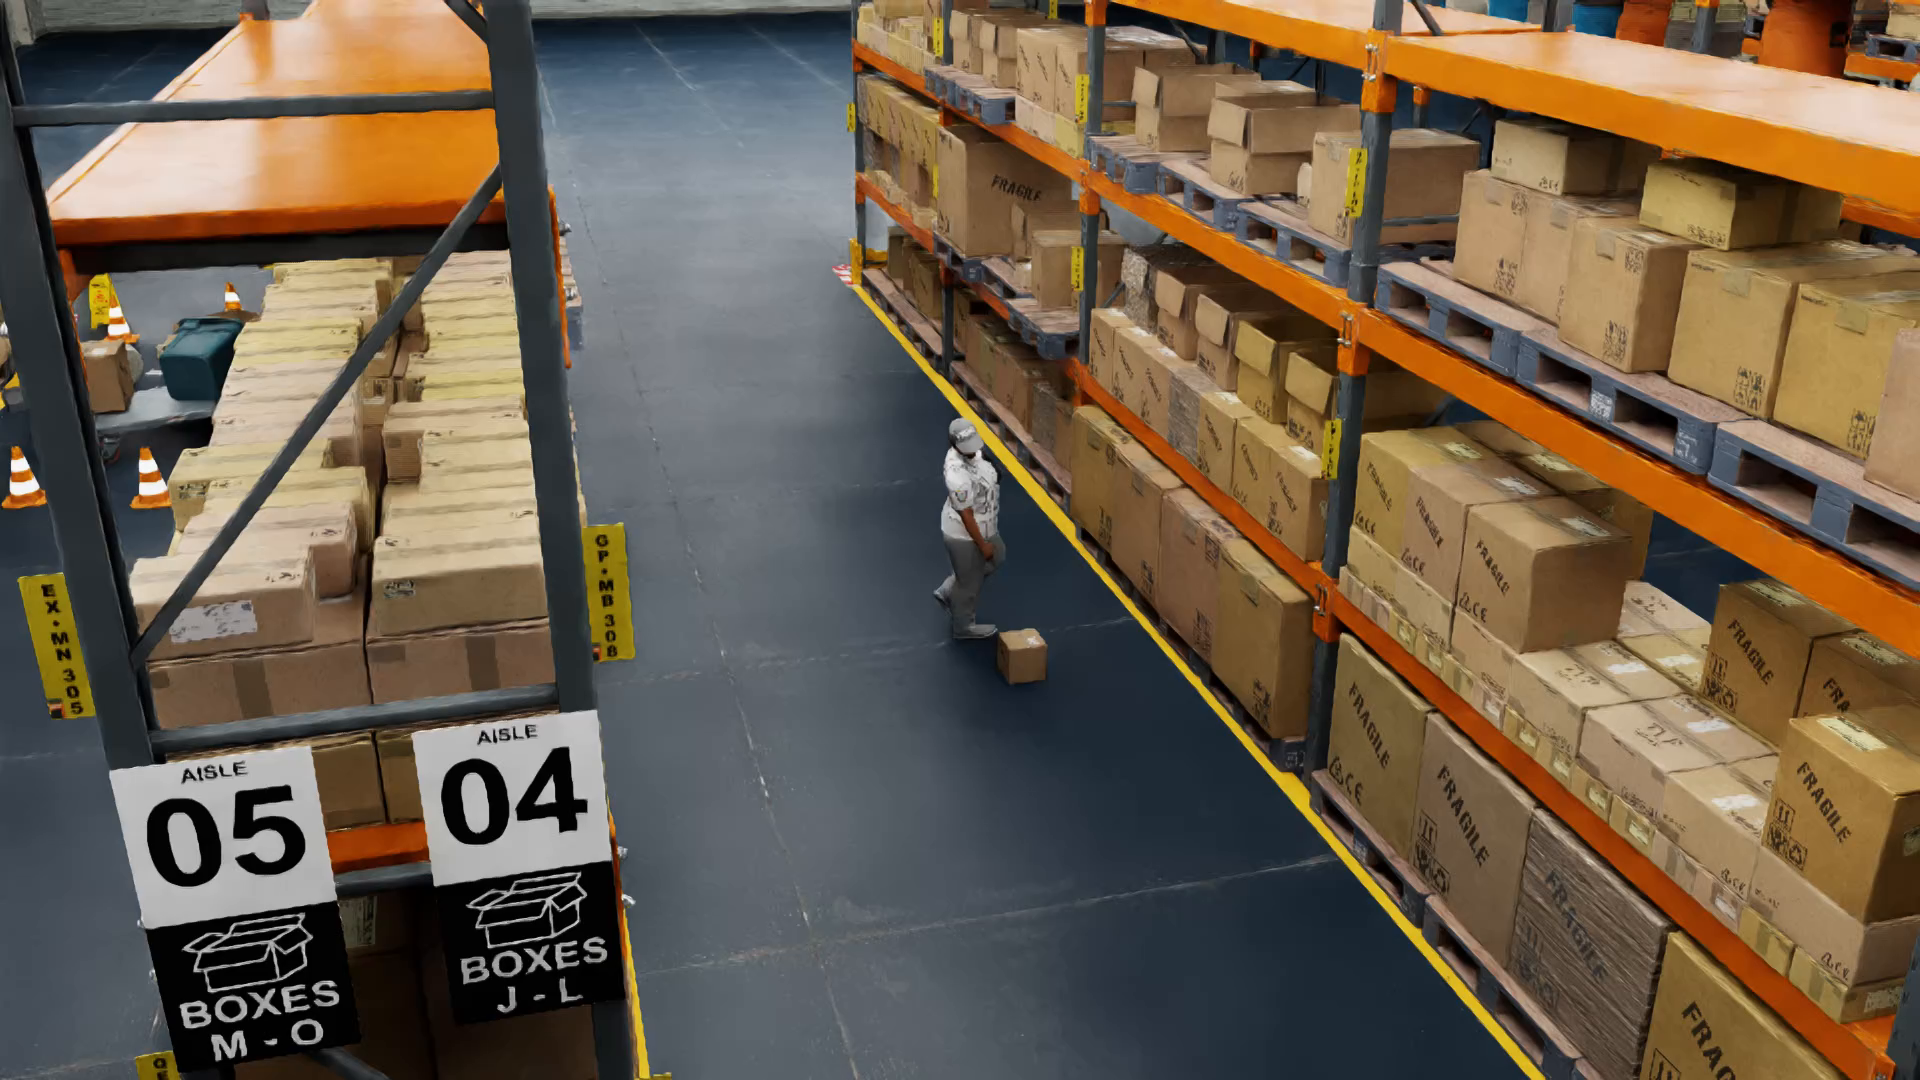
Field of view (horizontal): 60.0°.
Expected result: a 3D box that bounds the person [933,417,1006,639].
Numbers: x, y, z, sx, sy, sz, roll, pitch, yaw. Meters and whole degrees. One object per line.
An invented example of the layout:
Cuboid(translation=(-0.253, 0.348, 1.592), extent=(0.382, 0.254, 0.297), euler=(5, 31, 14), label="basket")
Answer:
Cuboid(translation=(0.056, -0.073, 10.795), extent=(0.486, 1.622, 0.639), euler=(1, 23, 2), label="person")
